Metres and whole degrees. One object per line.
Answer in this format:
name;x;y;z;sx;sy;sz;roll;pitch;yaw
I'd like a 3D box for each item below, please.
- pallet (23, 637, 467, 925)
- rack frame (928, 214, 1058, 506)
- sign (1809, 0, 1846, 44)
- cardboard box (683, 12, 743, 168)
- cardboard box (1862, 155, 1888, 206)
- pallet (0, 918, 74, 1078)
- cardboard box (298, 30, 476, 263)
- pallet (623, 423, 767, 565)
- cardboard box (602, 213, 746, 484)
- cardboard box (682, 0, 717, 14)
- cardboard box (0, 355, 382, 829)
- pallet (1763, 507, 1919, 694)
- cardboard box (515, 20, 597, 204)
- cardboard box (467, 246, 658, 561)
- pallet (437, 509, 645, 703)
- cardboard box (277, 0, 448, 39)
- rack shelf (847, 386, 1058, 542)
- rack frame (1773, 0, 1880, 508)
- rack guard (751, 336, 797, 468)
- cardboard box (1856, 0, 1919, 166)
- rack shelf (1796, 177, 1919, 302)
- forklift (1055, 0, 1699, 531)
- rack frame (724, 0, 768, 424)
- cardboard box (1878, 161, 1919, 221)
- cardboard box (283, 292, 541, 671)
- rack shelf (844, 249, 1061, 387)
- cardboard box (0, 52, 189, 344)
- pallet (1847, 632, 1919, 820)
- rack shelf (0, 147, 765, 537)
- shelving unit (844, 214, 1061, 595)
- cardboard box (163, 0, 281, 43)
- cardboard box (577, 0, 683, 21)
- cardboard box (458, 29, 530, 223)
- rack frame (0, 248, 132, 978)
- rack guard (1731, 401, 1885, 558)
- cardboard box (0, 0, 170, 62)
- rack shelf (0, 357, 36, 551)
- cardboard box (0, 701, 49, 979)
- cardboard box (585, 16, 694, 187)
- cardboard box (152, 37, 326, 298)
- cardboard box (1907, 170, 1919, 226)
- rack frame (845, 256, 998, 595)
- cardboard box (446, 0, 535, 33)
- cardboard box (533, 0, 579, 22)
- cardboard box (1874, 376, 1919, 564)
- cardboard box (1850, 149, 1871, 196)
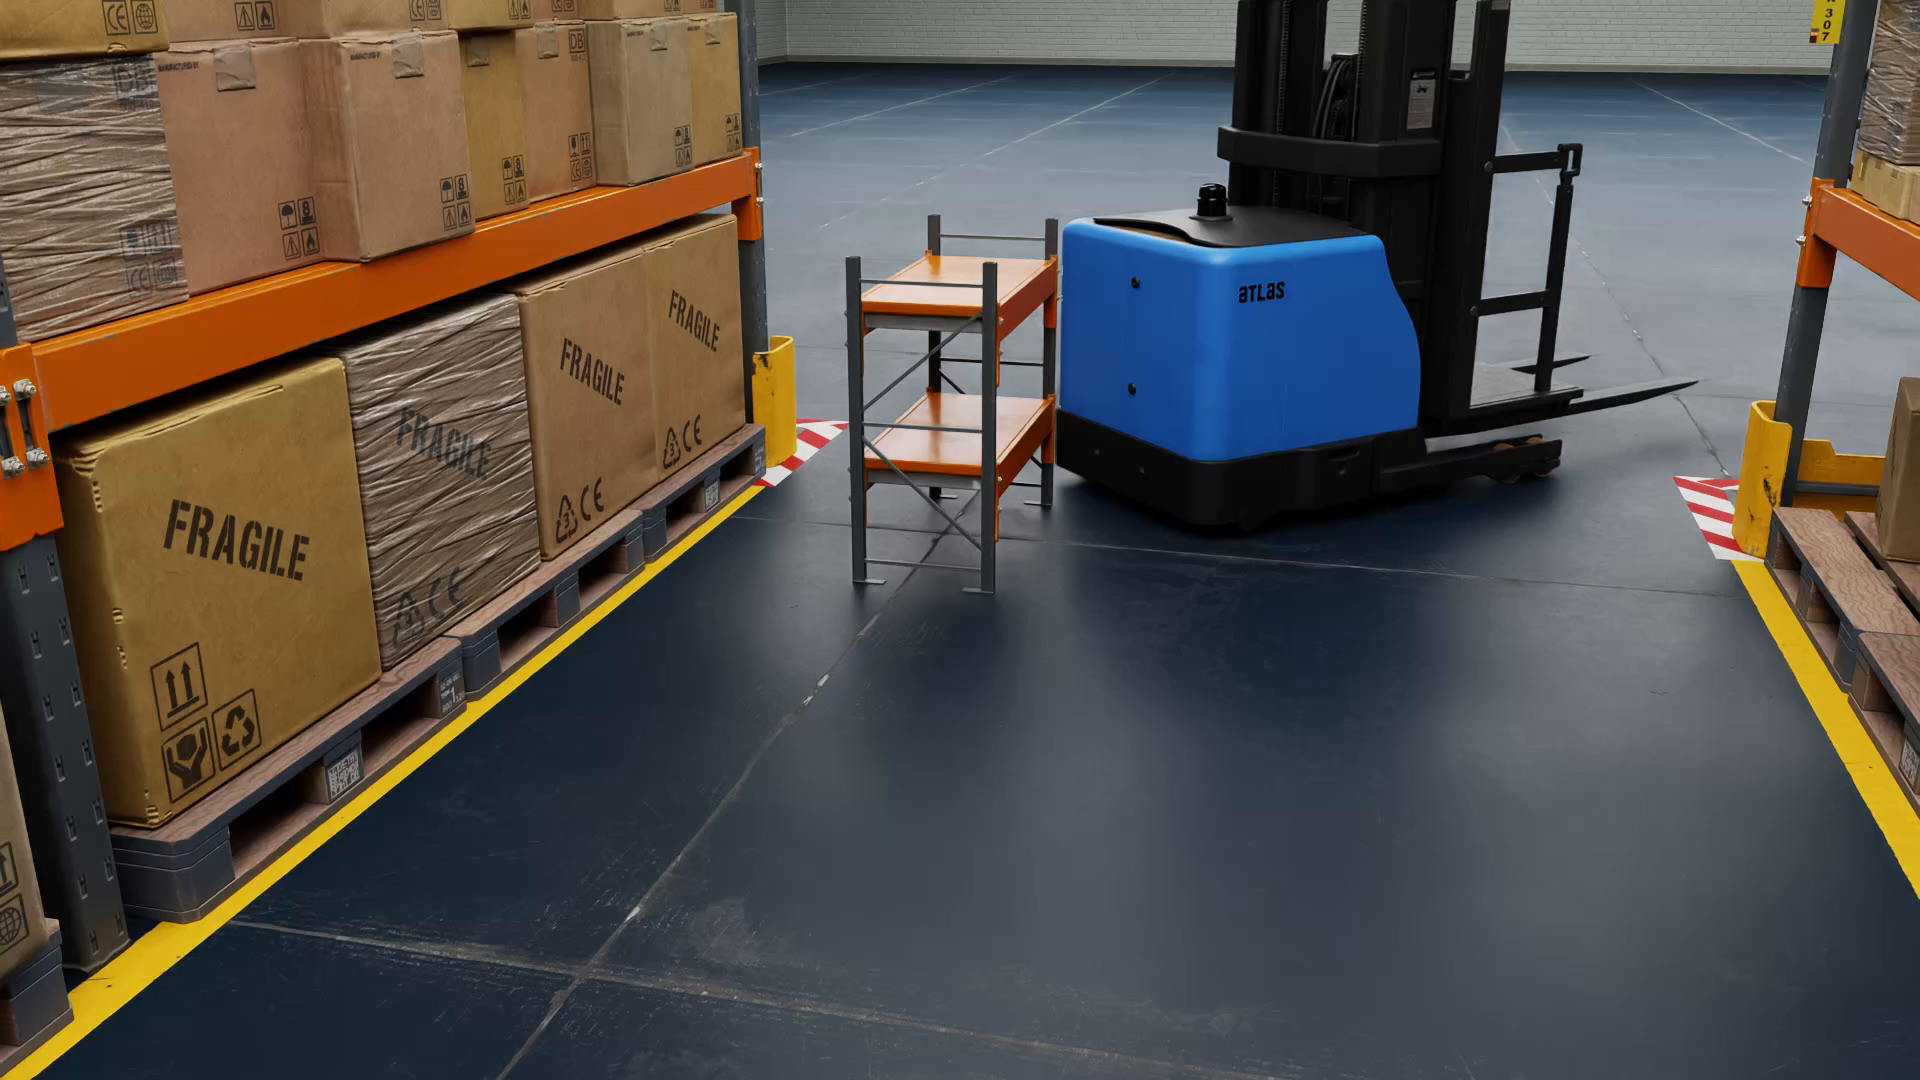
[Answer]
pallet;-2.035;0.529;4.314;1.003;0.211;1.213;5;19;13
rack frame;0.123;-0.690;6.466;0.500;1.125;0.032;5;19;13
sign;2.939;-1.842;5.600;0.100;0.325;0.005;5;19;13
cardboard box;-1.366;-1.764;6.479;0.875;0.550;0.550;5;19;13
cardboard box;3.085;-1.123;5.223;0.380;0.149;0.250;5;19;13
pallet;-2.412;1.008;2.908;1.003;0.211;1.213;5;19;13
cardboard box;-1.860;-1.081;4.478;0.875;0.550;0.550;5;19;13
pallet;-1.439;-0.236;6.553;1.003;0.211;1.213;5;19;13
cardboard box;-1.421;-0.788;6.492;0.875;0.875;0.875;5;19;14
cardboard box;-1.448;-2.281;6.323;0.875;0.550;0.550;5;19;13
cardboard box;-2.075;0.056;4.020;0.875;0.875;0.875;5;19;14
pallet;3.214;0.206;5.258;1.003;0.211;1.213;5;19;13
cardboard box;-1.738;-1.424;5.484;0.875;0.550;0.550;5;19;13
cardboard box;-1.634;-0.512;5.684;0.875;0.875;0.875;4;19;13
pallet;-1.739;0.145;5.437;1.003;0.211;1.213;5;19;13
cardboard box;-1.887;-1.594;4.310;0.875;0.550;0.550;5;19;13
rack shelf;-0.002;-0.299;6.079;0.538;0.278;1.000;5;19;13
rack frame;3.465;-1.389;5.614;1.000;3.000;0.127;5;19;13
rack guard;-1.314;-0.637;7.280;1.175;0.500;0.348;5;19;13
cardboard box;3.304;-1.407;5.052;0.875;0.500;0.500;5;19;13
rack shelf;2.977;-0.422;3.895;1.077;0.370;4.000;5;19;13
forklift;1.924;-1.753;6.786;3.031;2.935;1.130;-11;22;-29
rack frame;-1.320;-1.813;6.854;1.000;3.000;0.127;5;19;13
cardboard box;3.009;-1.046;4.997;0.380;0.149;0.250;5;19;13
cardboard box;-1.859;-0.227;4.848;0.875;0.875;0.875;5;19;14
rack shelf;-0.002;-0.807;5.905;0.538;0.278;1.000;5;19;13
cardboard box;-2.218;-0.746;3.500;0.875;0.550;0.550;5;19;13
pallet;2.914;0.587;4.142;1.003;0.211;1.213;5;19;13
rack shelf;-1.808;-0.845;5.135;1.077;0.370;4.000;5;19;13
shelving unit;-0.002;-0.530;6.000;0.538;1.125;1.048;5;19;13
cardboard box;-2.152;-1.435;3.847;0.875;0.550;0.550;5;19;13
cardboard box;-1.493;-2.102;5.797;0.875;0.550;0.550;5;19;13
cardboard box;-1.828;-1.255;4.988;0.875;0.550;0.500;5;19;13
rack frame;-2.297;-0.559;3.183;1.000;3.000;0.127;5;19;13
rack guard;3.447;-0.183;5.948;1.175;0.500;0.348;5;19;13
cardboard box;-2.173;-1.254;3.315;0.875;0.550;0.550;5;19;13
rack shelf;-2.786;0.408;1.464;1.077;0.370;4.000;5;19;13
cardboard box;-2.361;0.509;2.888;1.050;0.750;0.750;5;19;13
cardboard box;-1.480;-1.590;5.969;0.875;0.550;0.550;5;19;13
cardboard box;-2.106;-0.921;4.010;0.875;0.550;0.550;5;19;13
cardboard box;2.968;-0.966;4.763;0.380;0.149;0.250;5;19;13
rack frame;-0.126;-0.371;5.533;0.500;1.125;0.032;5;19;13
cardboard box;-1.765;-1.761;4.798;0.875;0.550;0.500;5;19;13
cardboard box;-1.761;-1.937;5.315;0.875;0.550;0.550;5;19;13
cardboard box;3.297;-0.211;5.381;0.500;0.500;0.500;9;21;23
cardboard box;3.165;-1.200;5.448;0.380;0.149;0.250;5;19;13
